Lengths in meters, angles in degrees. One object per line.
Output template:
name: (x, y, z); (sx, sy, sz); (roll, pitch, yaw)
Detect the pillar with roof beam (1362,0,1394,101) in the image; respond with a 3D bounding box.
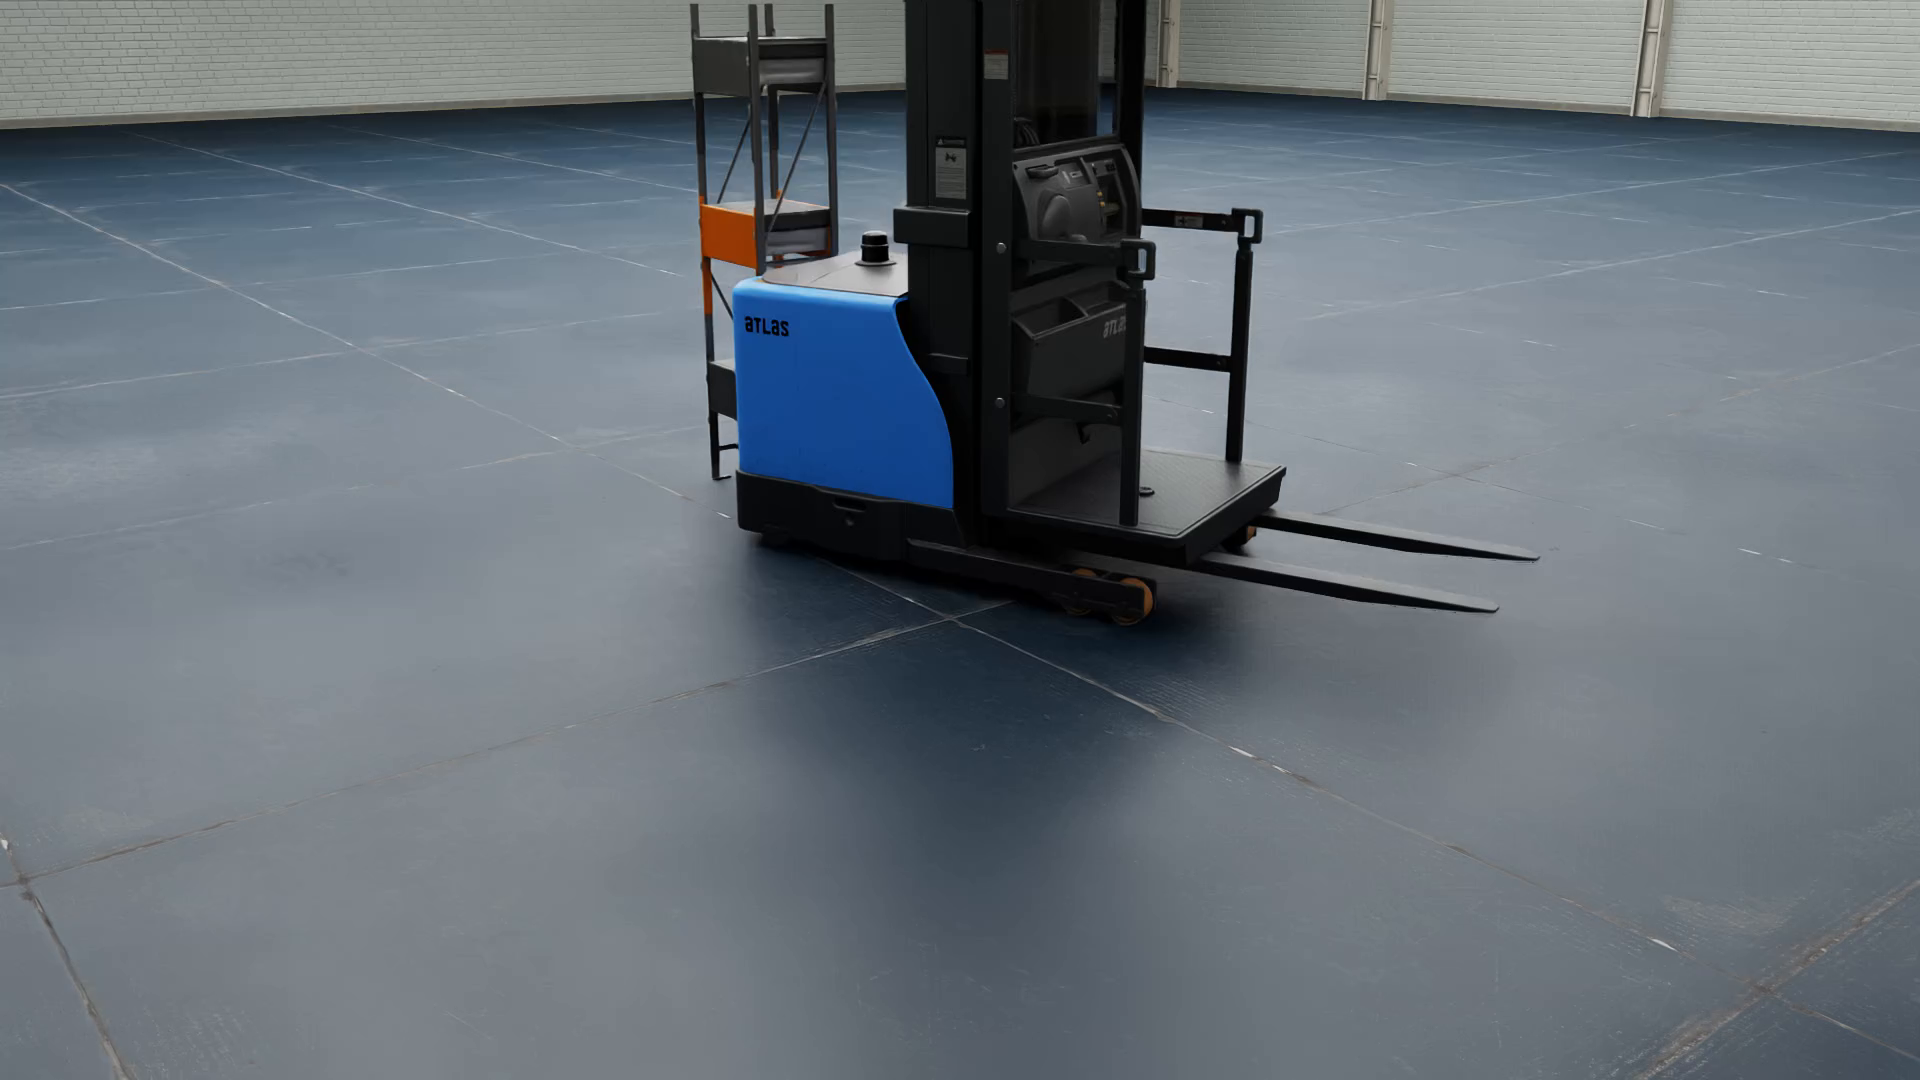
pillar with roof beam: (5.159, -12.499, 30.292); (9.100, 9.000, 0.400); (-14, 23, -36)

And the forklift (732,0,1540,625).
forklift: (0.618, -1.277, 6.057); (3.031, 2.935, 1.130); (11, 21, 29)

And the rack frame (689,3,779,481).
rack frame: (-0.983, -1.311, 7.479); (0.400, 2.100, 0.015); (-13, 22, -35)

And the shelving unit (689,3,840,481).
shelving unit: (-0.836, -1.249, 7.294); (0.431, 2.100, 0.503); (-13, 22, -35)

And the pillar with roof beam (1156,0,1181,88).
pillar with roof beam: (1.434, -13.977, 34.757); (9.100, 9.000, 0.400); (-14, 23, -36)

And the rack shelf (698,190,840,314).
rack shelf: (-0.836, -1.236, 7.299); (0.431, 0.518, 0.480); (-13, 22, -35)

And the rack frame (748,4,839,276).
rack frame: (-0.689, -1.188, 7.109); (0.400, 2.100, 0.015); (-13, 22, -35)

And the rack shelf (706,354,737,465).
rack shelf: (-0.837, -0.572, 7.518); (0.431, 0.518, 0.480); (-13, 22, -35)

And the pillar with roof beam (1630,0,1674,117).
pillar with roof beam: (8.884, -11.020, 25.827); (9.100, 9.000, 0.400); (-14, 23, -36)

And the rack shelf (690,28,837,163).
rack shelf: (-0.835, -1.901, 7.079); (0.431, 0.518, 0.480); (-13, 22, -35)
